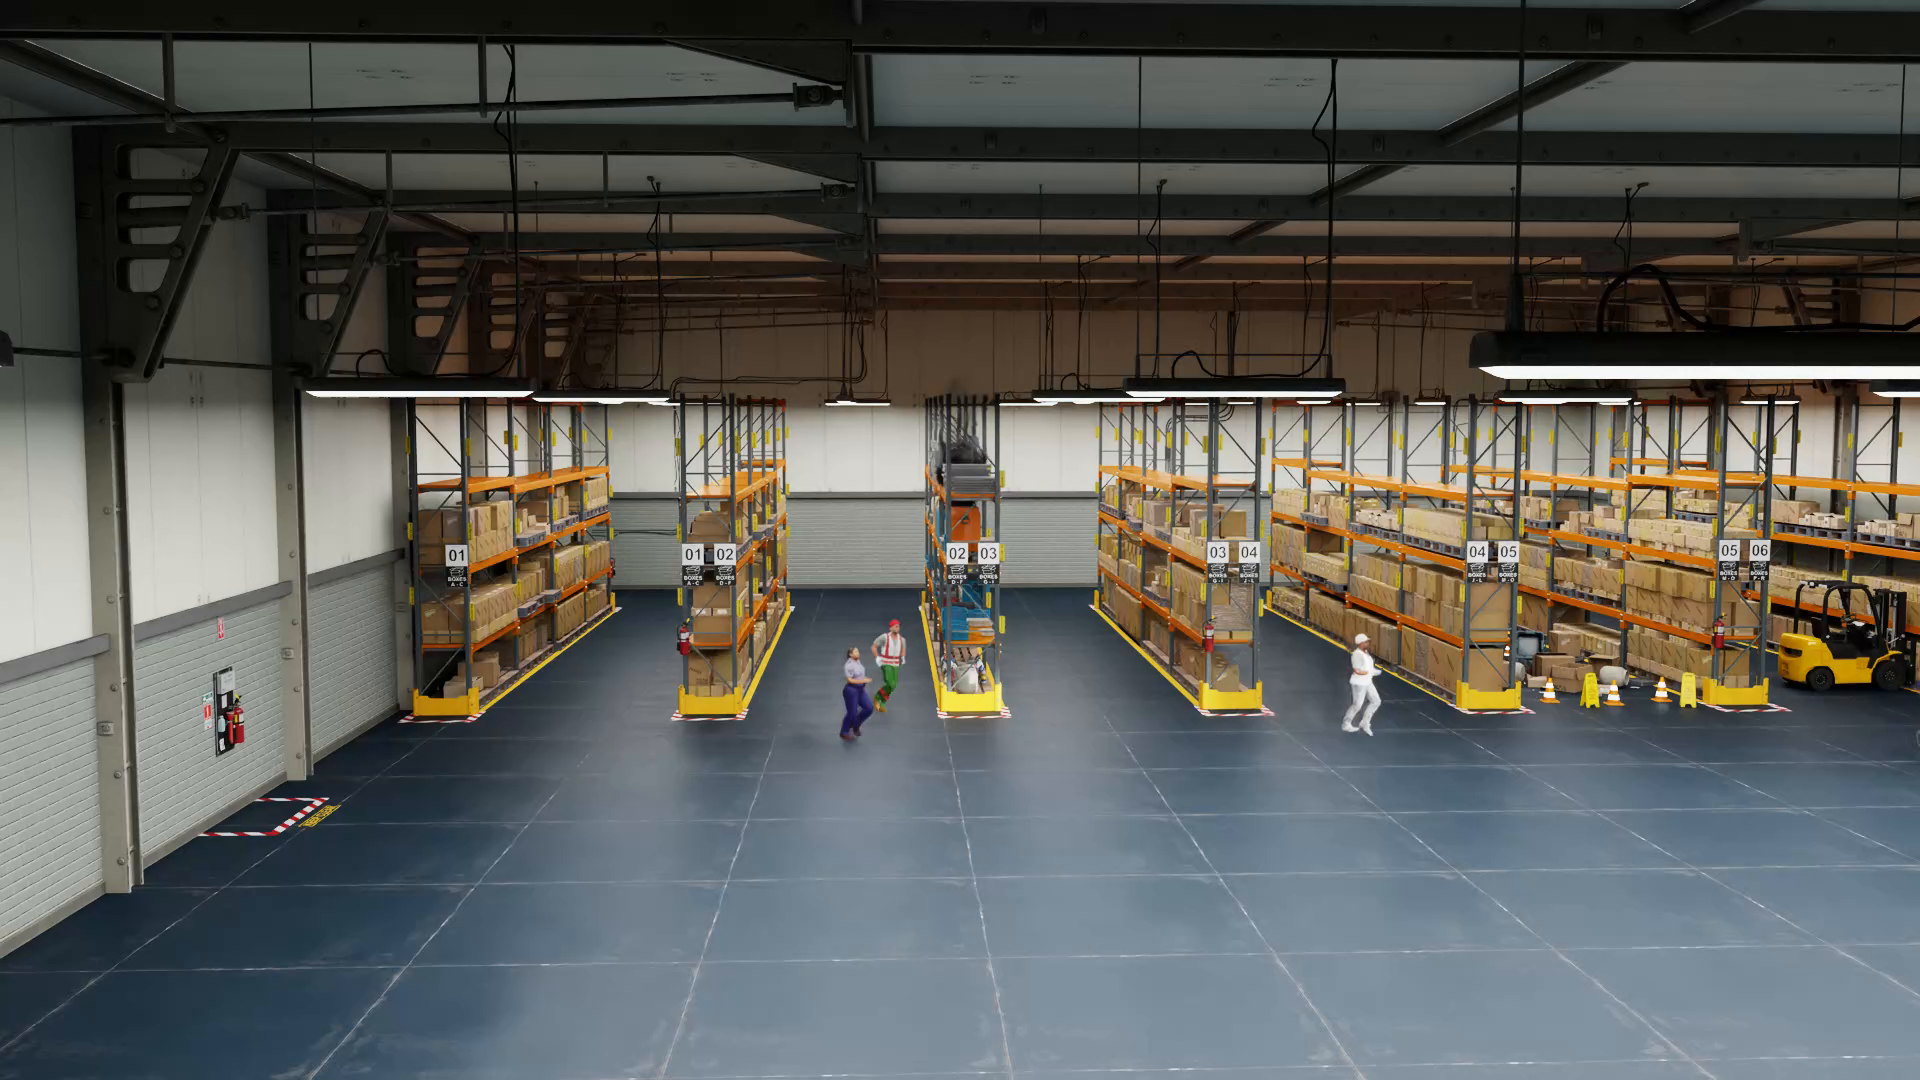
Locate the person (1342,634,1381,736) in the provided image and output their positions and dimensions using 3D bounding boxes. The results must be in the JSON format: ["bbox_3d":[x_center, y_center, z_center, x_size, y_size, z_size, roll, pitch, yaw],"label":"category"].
[{"bbox_3d":[7.054,2.544,29.101,0.737,1.816,0.653,3,5,34],"label":"person"}]

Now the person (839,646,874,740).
[{"bbox_3d":[-1.777,2.646,28.719,0.623,1.617,0.608,2,5,24],"label":"person"}]

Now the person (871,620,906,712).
[{"bbox_3d":[-1.274,2.376,31.384,0.670,1.739,0.539,-3,6,-36],"label":"person"}]

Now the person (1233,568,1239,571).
[{"bbox_3d":[7.709,1.285,46.088,0.645,1.609,0.519,0,5,-6],"label":"person"}]
